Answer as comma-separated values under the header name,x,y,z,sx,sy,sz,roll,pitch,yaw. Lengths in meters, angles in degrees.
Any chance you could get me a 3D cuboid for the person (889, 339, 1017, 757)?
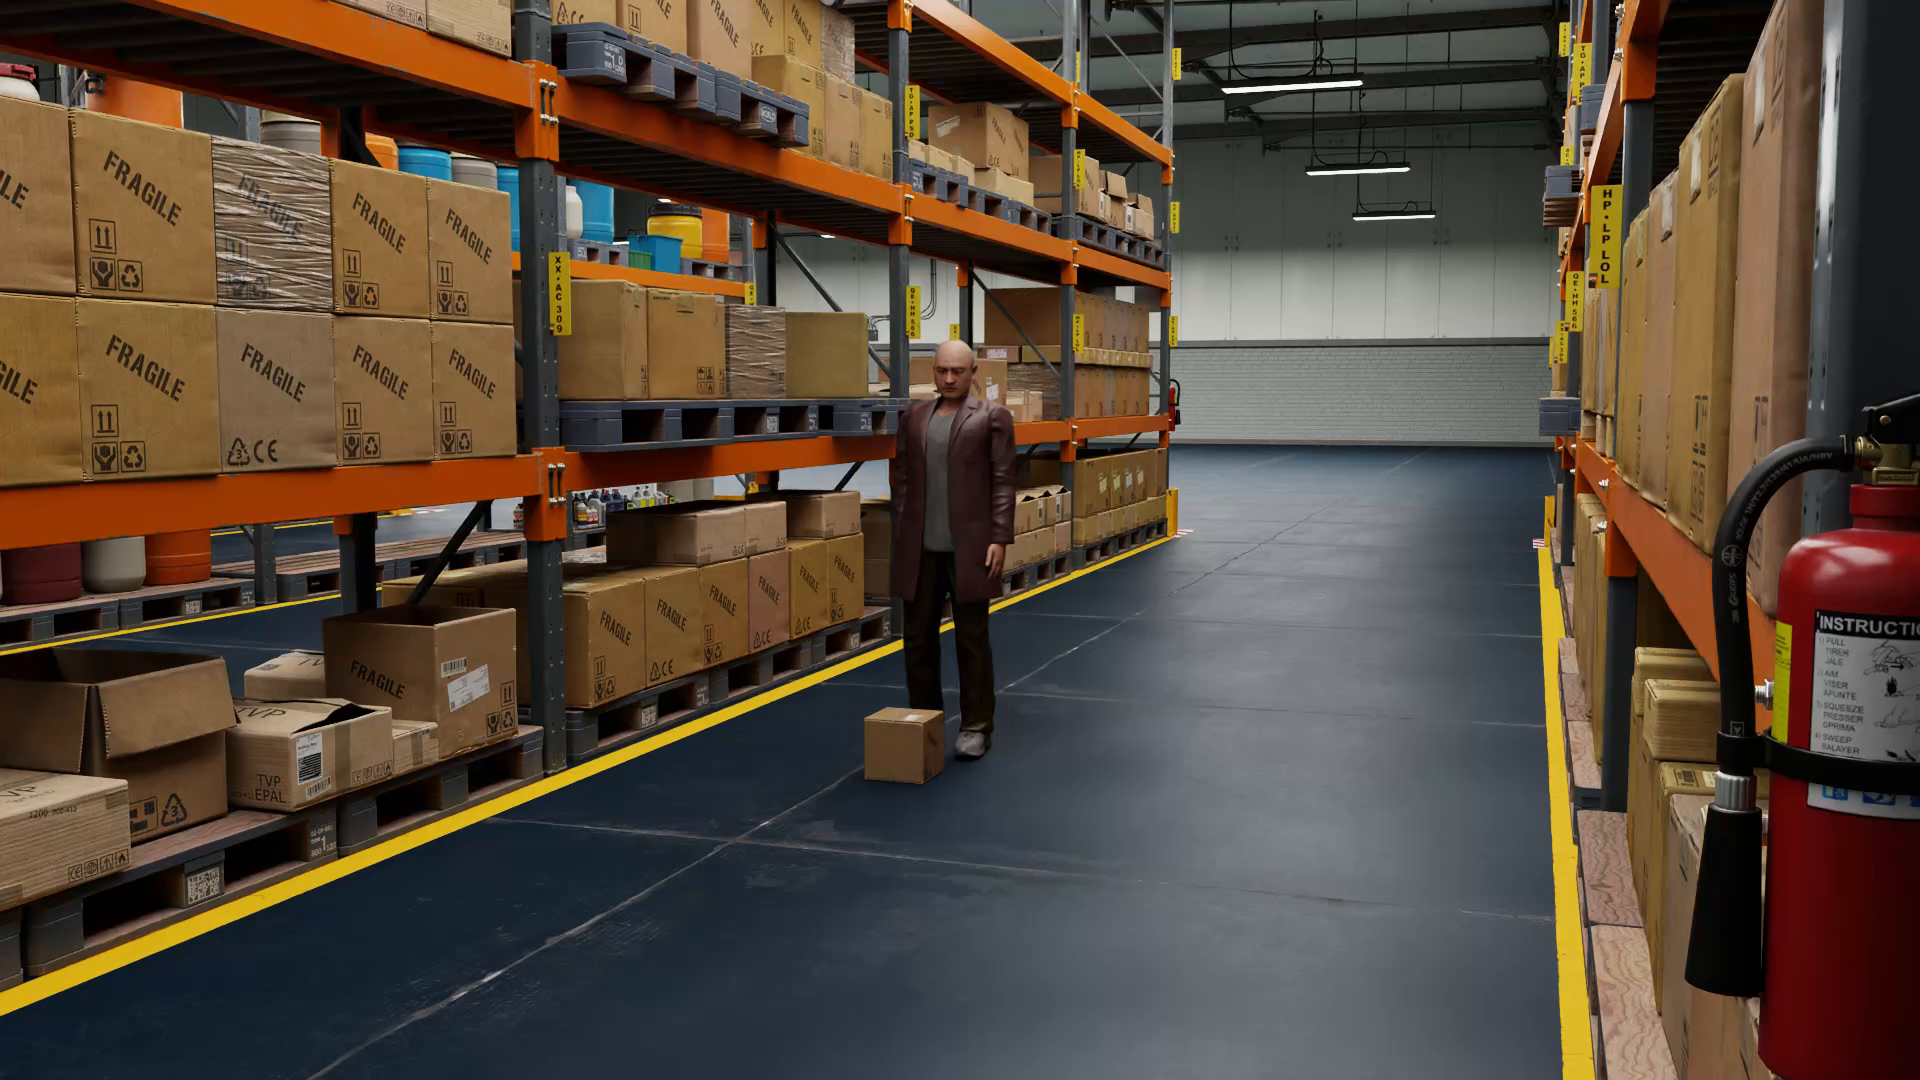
name,x,y,z,sx,sy,sz,roll,pitch,yaw
person,-0.035,0.034,7.123,0.562,1.779,0.378,2,5,20
